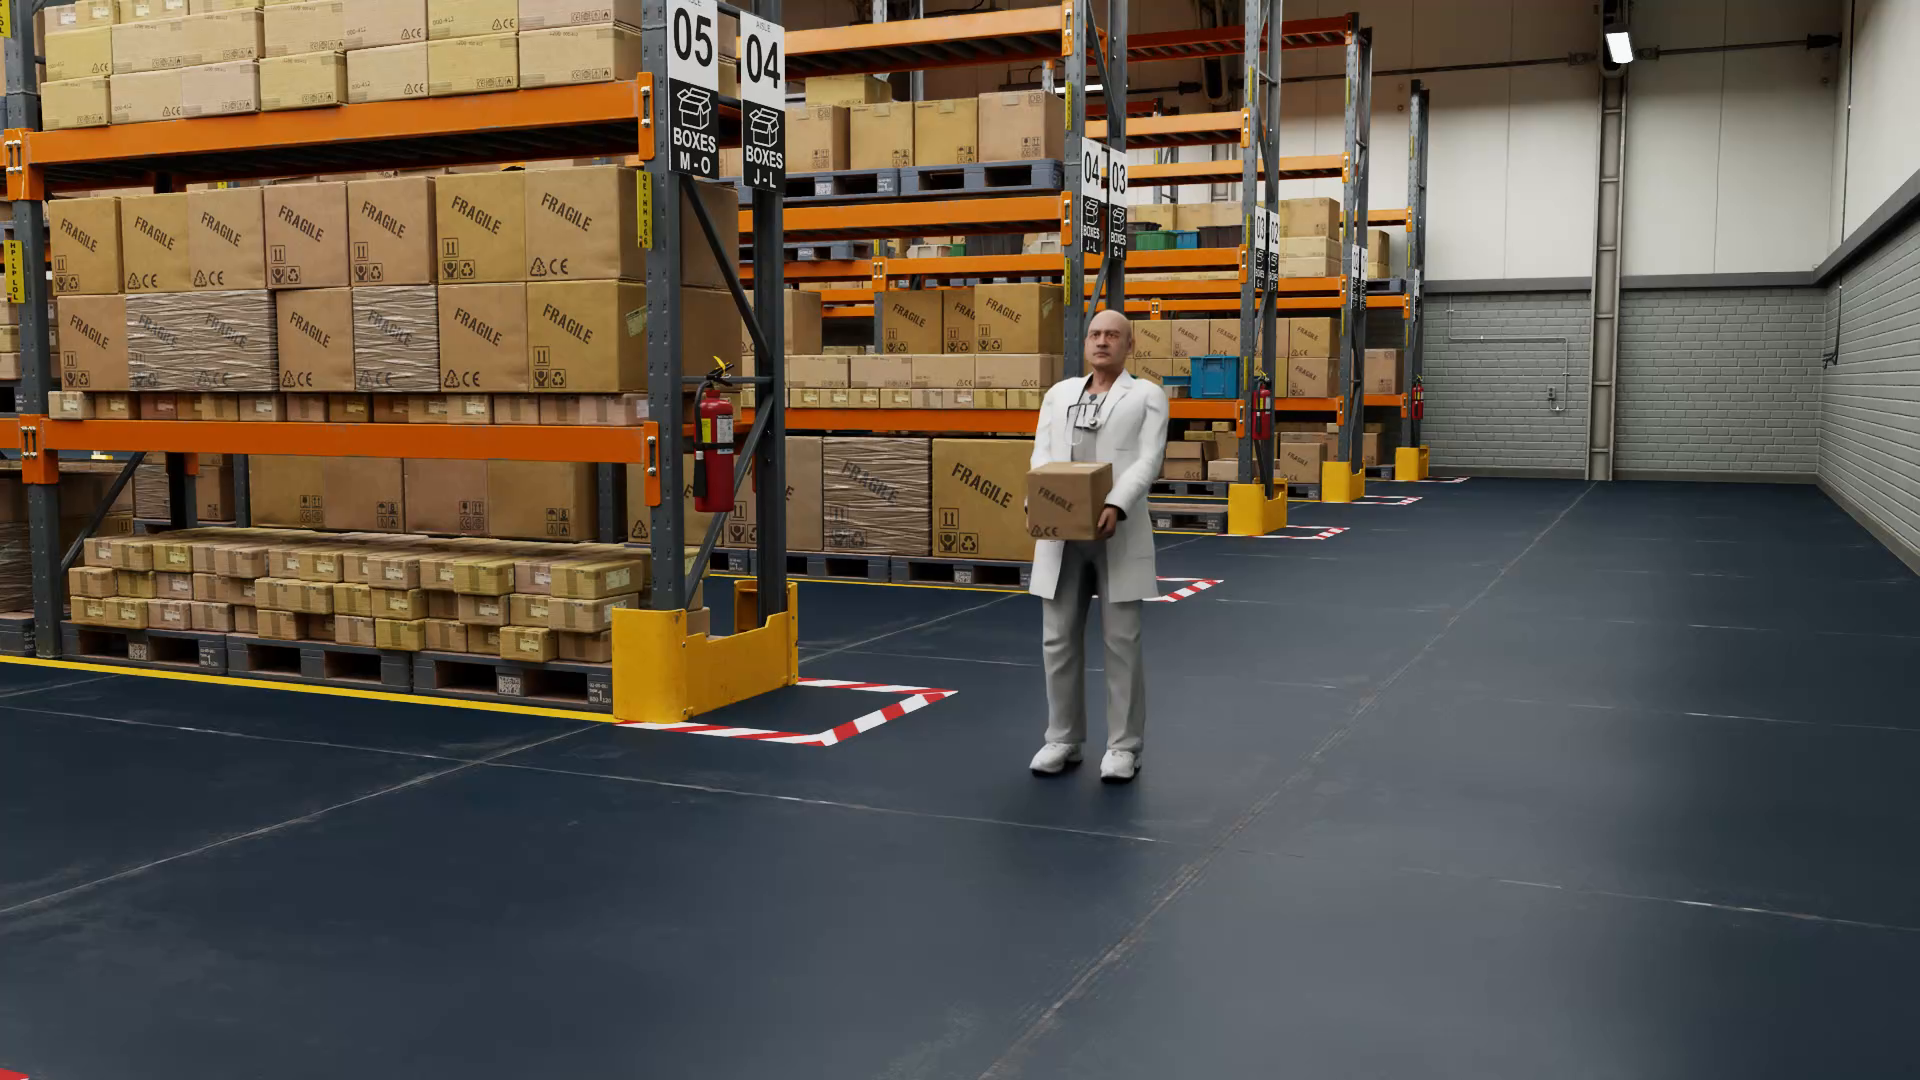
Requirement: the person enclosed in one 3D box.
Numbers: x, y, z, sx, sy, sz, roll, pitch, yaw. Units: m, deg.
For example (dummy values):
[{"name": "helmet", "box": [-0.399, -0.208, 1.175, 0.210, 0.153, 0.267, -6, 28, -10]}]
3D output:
[{"name": "person", "box": [0.489, 0.016, 6.309, 0.531, 1.773, 0.554, 2, 6, 23]}]
